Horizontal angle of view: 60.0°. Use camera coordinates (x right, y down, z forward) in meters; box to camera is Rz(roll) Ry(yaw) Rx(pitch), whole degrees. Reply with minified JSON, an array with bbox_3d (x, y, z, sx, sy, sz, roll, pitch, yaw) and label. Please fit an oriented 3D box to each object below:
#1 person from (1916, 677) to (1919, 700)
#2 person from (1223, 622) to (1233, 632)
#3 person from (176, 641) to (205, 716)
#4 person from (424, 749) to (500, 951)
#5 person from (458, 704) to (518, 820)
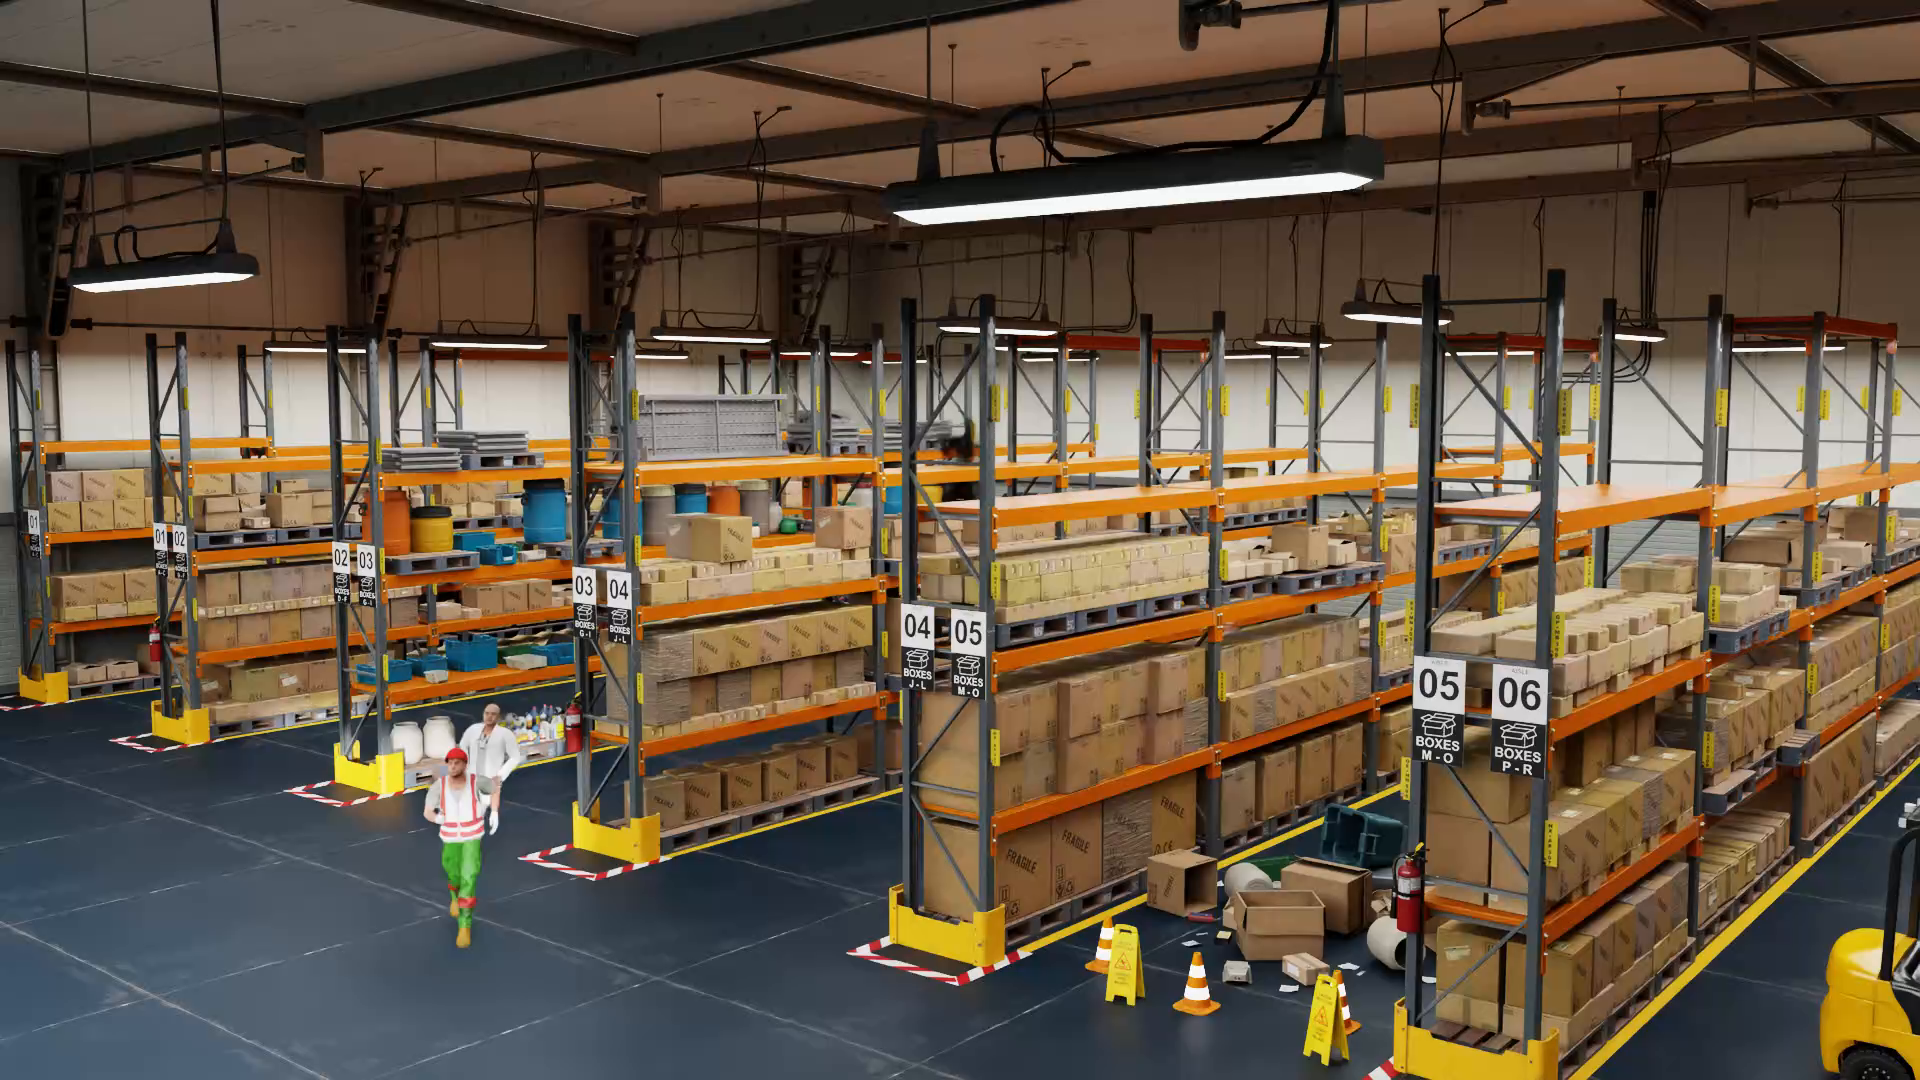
[{"bbox_3d":[14.859,2.034,25.495,0.746,1.742,0.818,-4,6,-36],"label":"person"},{"bbox_3d":[4.003,2.032,25.329,0.637,1.677,0.629,3,6,29],"label":"person"},{"bbox_3d":[-12.271,1.907,26.640,0.724,1.721,0.986,3,6,32],"label":"person"},{"bbox_3d":[-4.713,2.853,15.754,0.671,1.796,1.001,-1,5,-7],"label":"person"},{"bbox_3d":[-5.258,2.665,18.354,0.733,1.698,0.561,0,5,5],"label":"person"}]
